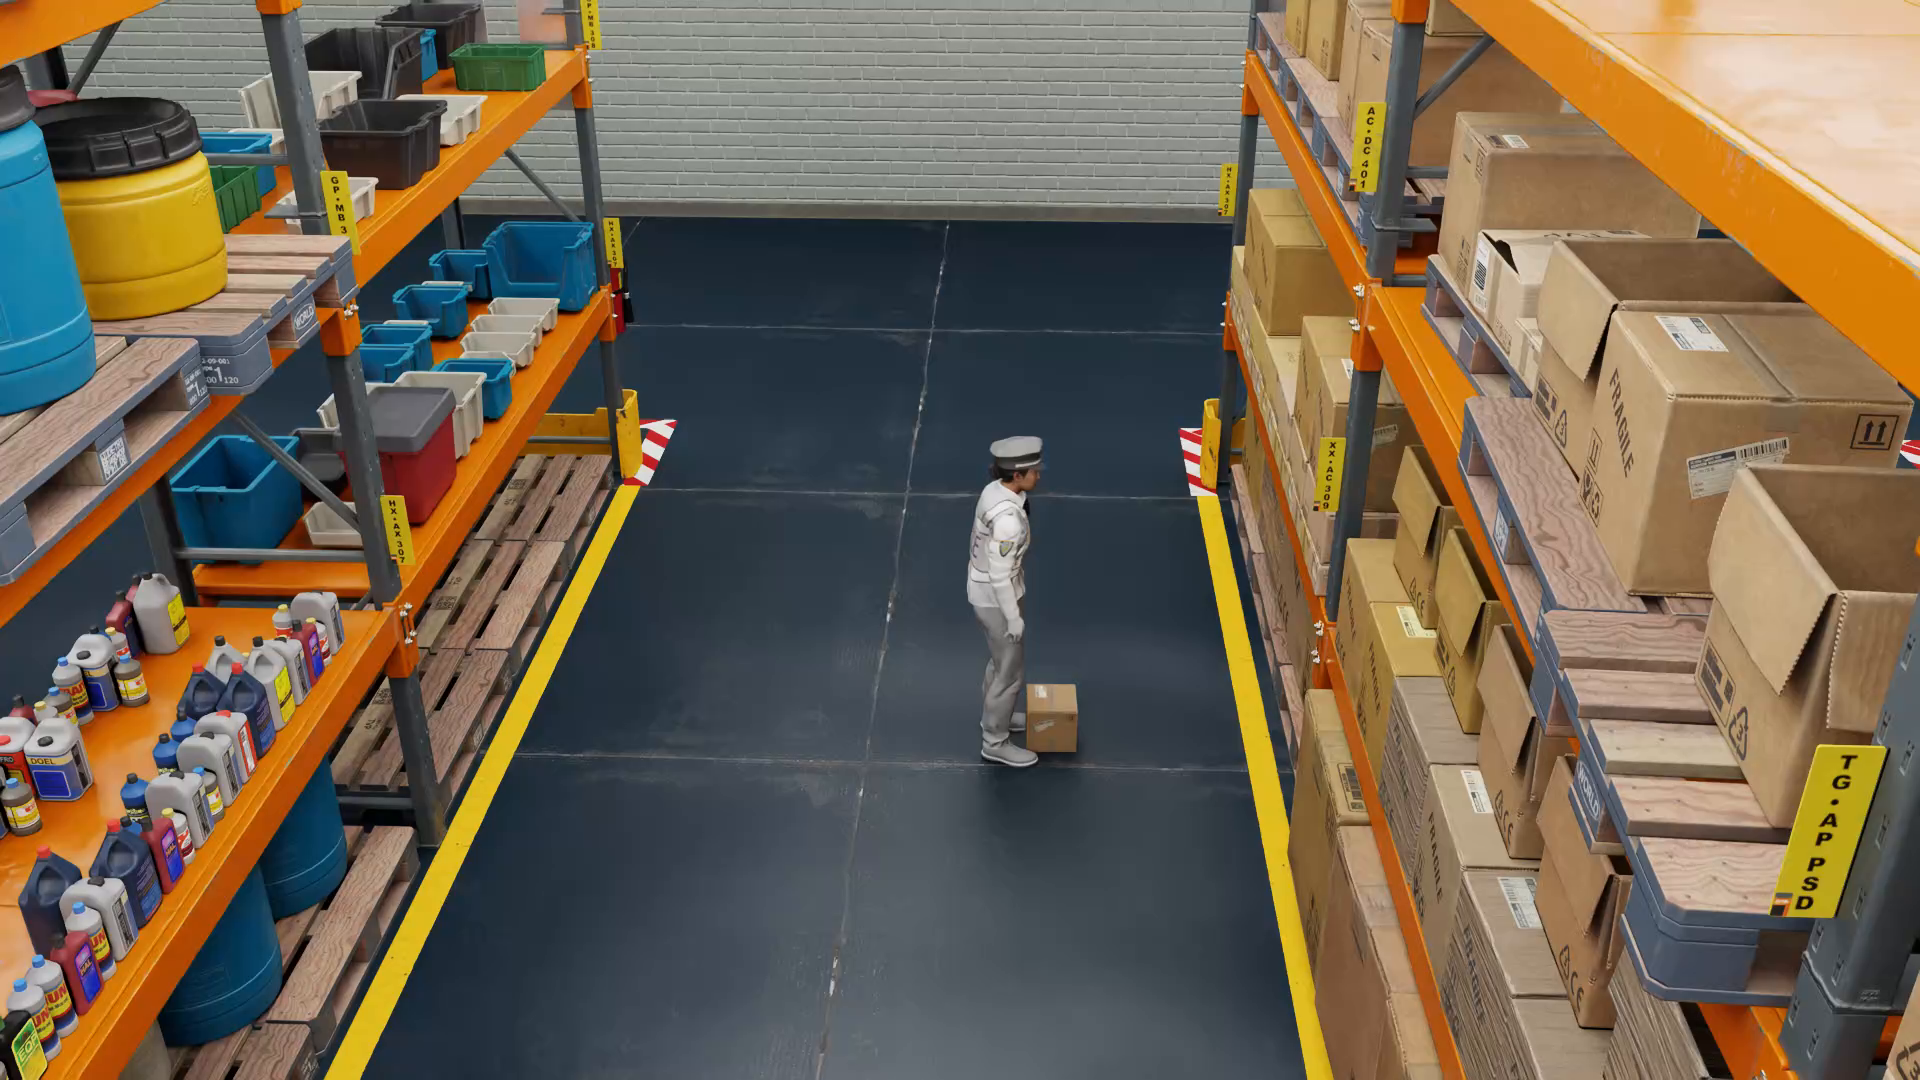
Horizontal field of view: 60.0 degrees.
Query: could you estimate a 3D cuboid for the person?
[{"bbox_3d":[0.217,0.281,8.093,0.369,1.663,0.518,0,28,0],"label":"person"}]
